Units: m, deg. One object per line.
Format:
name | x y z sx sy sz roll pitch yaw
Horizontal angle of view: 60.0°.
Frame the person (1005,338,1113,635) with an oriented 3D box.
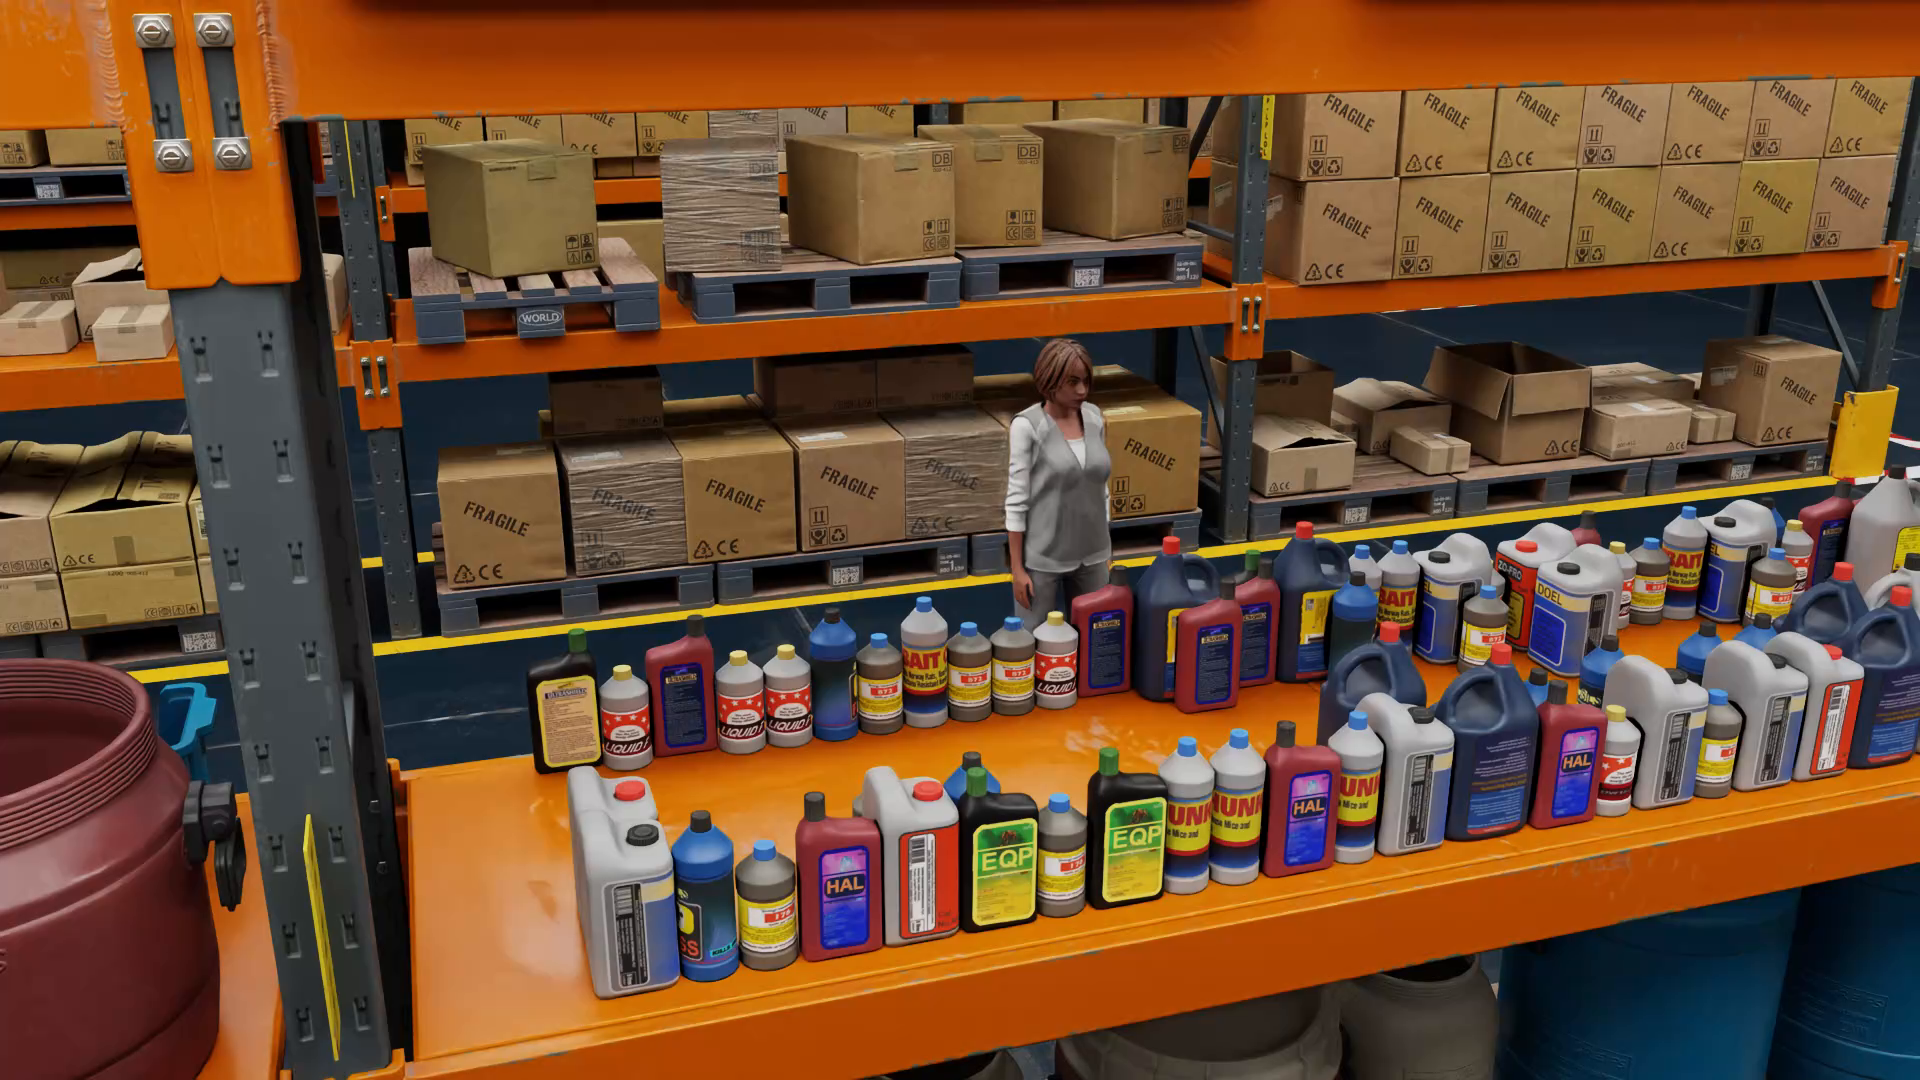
person | 0.347 0.071 5.836 0.433 1.587 0.567 -10 22 -26
